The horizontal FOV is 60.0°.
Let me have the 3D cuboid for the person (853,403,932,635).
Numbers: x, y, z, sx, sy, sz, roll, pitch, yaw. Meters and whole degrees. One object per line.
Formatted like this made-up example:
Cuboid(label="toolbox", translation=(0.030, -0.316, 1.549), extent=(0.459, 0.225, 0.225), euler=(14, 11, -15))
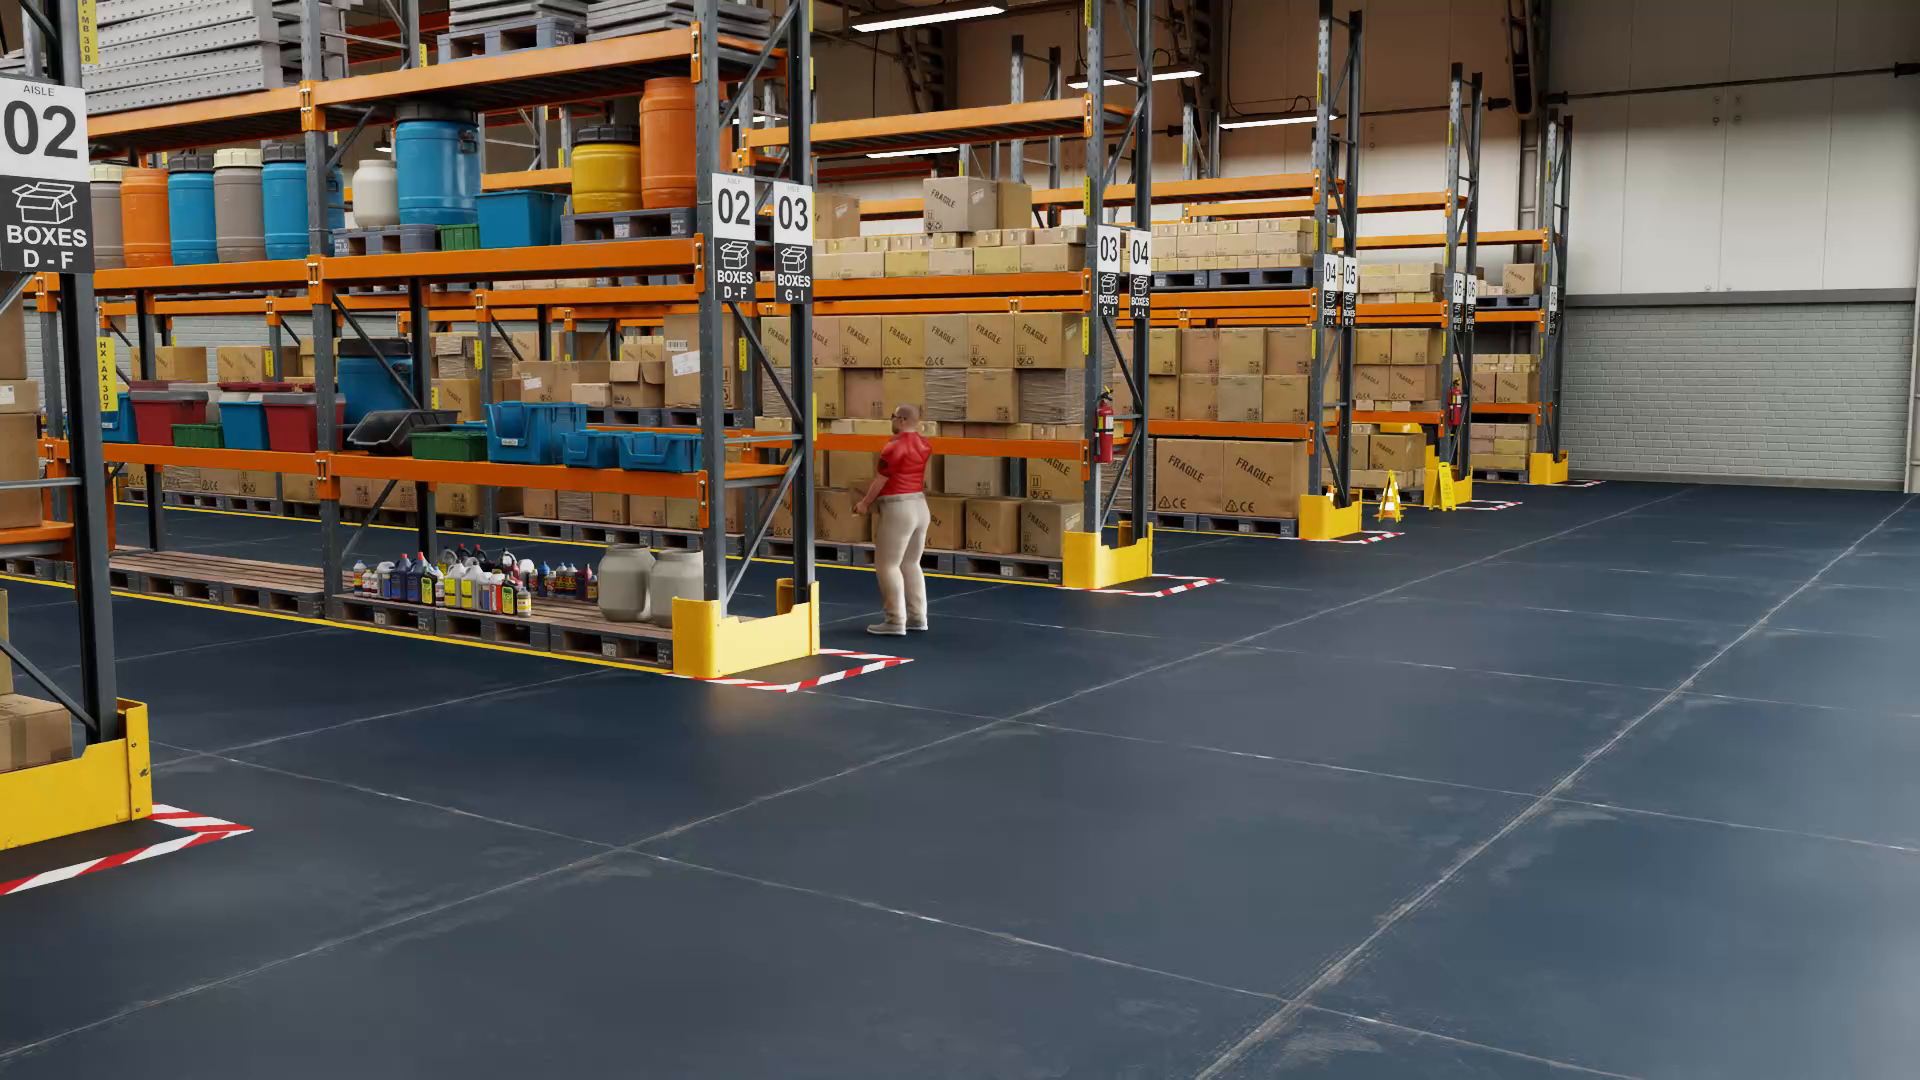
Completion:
Cuboid(label="person", translation=(-0.515, -0.163, 12.391), extent=(0.530, 1.712, 0.493), euler=(4, 8, 34))
